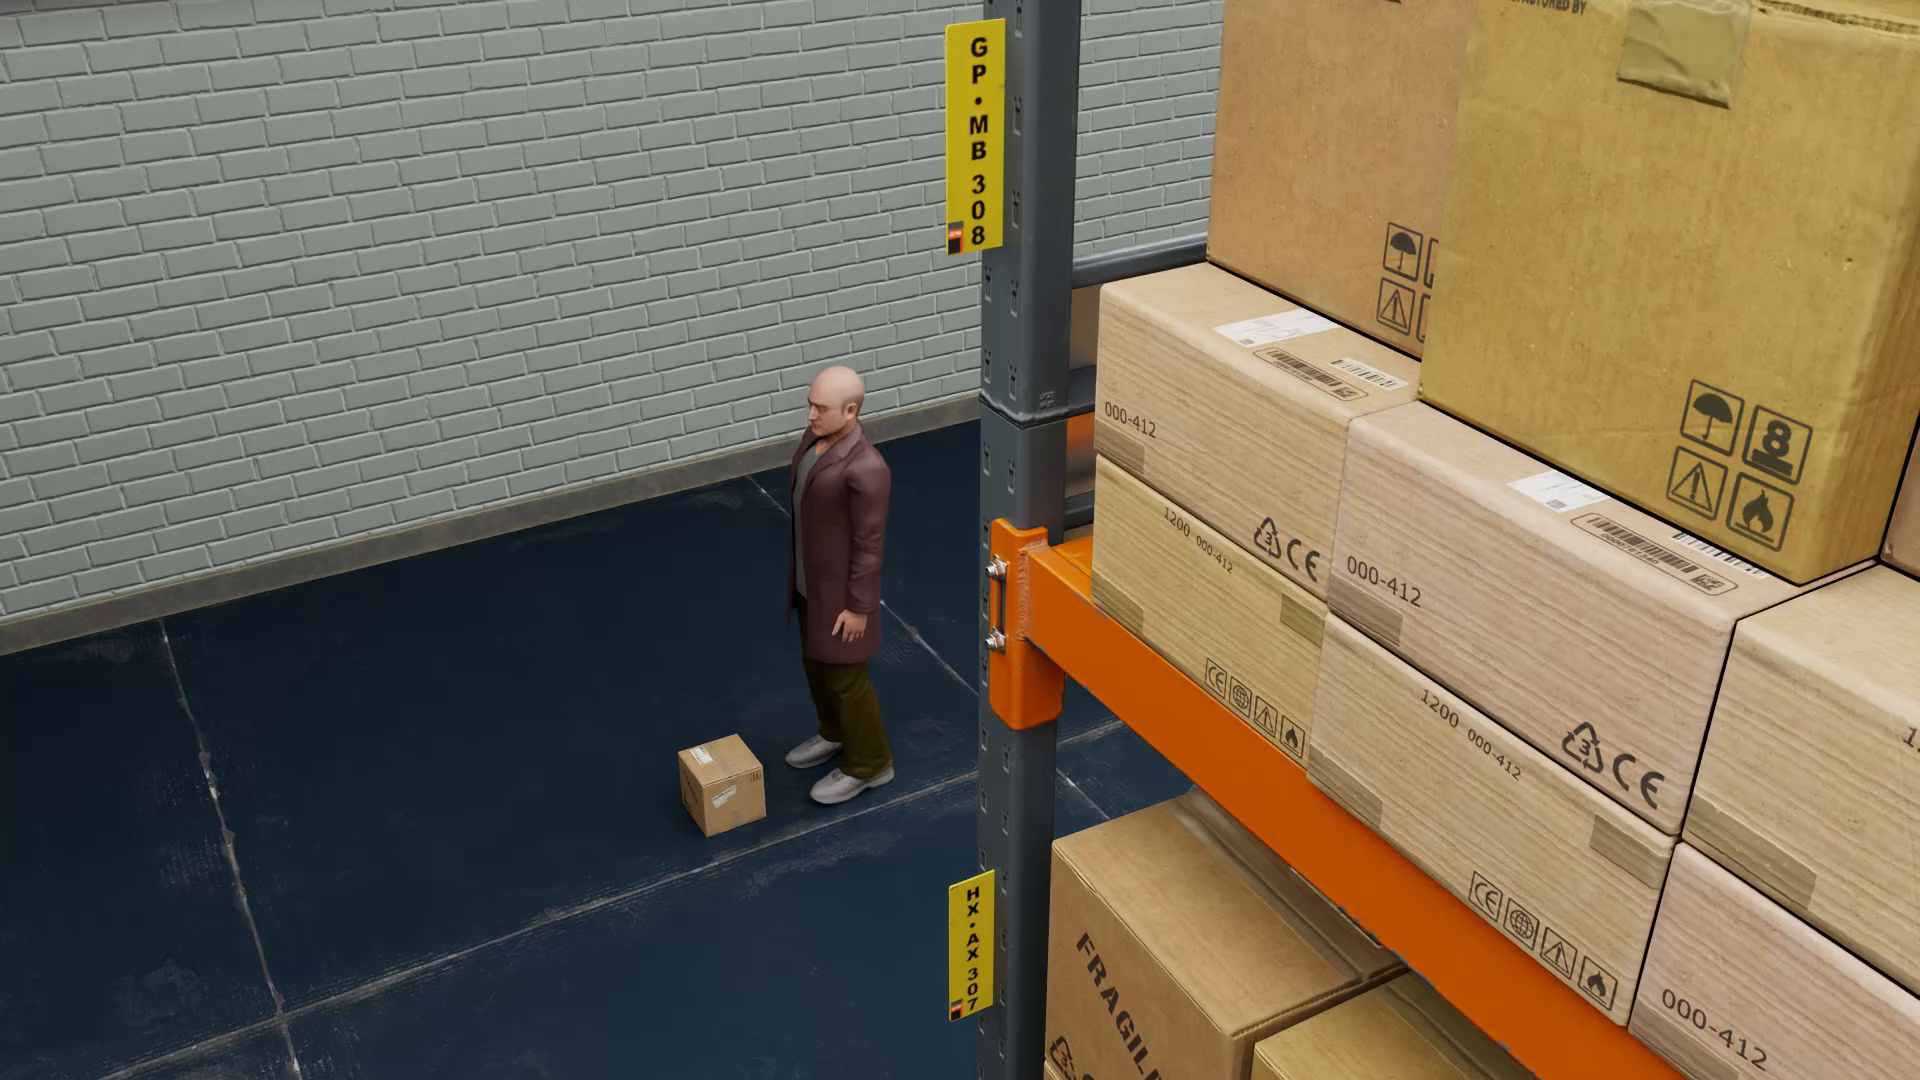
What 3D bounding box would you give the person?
[{"bbox_3d":[-0.475,0.176,6.322,0.389,1.775,0.562,-15,32,-25],"label":"person"}]
